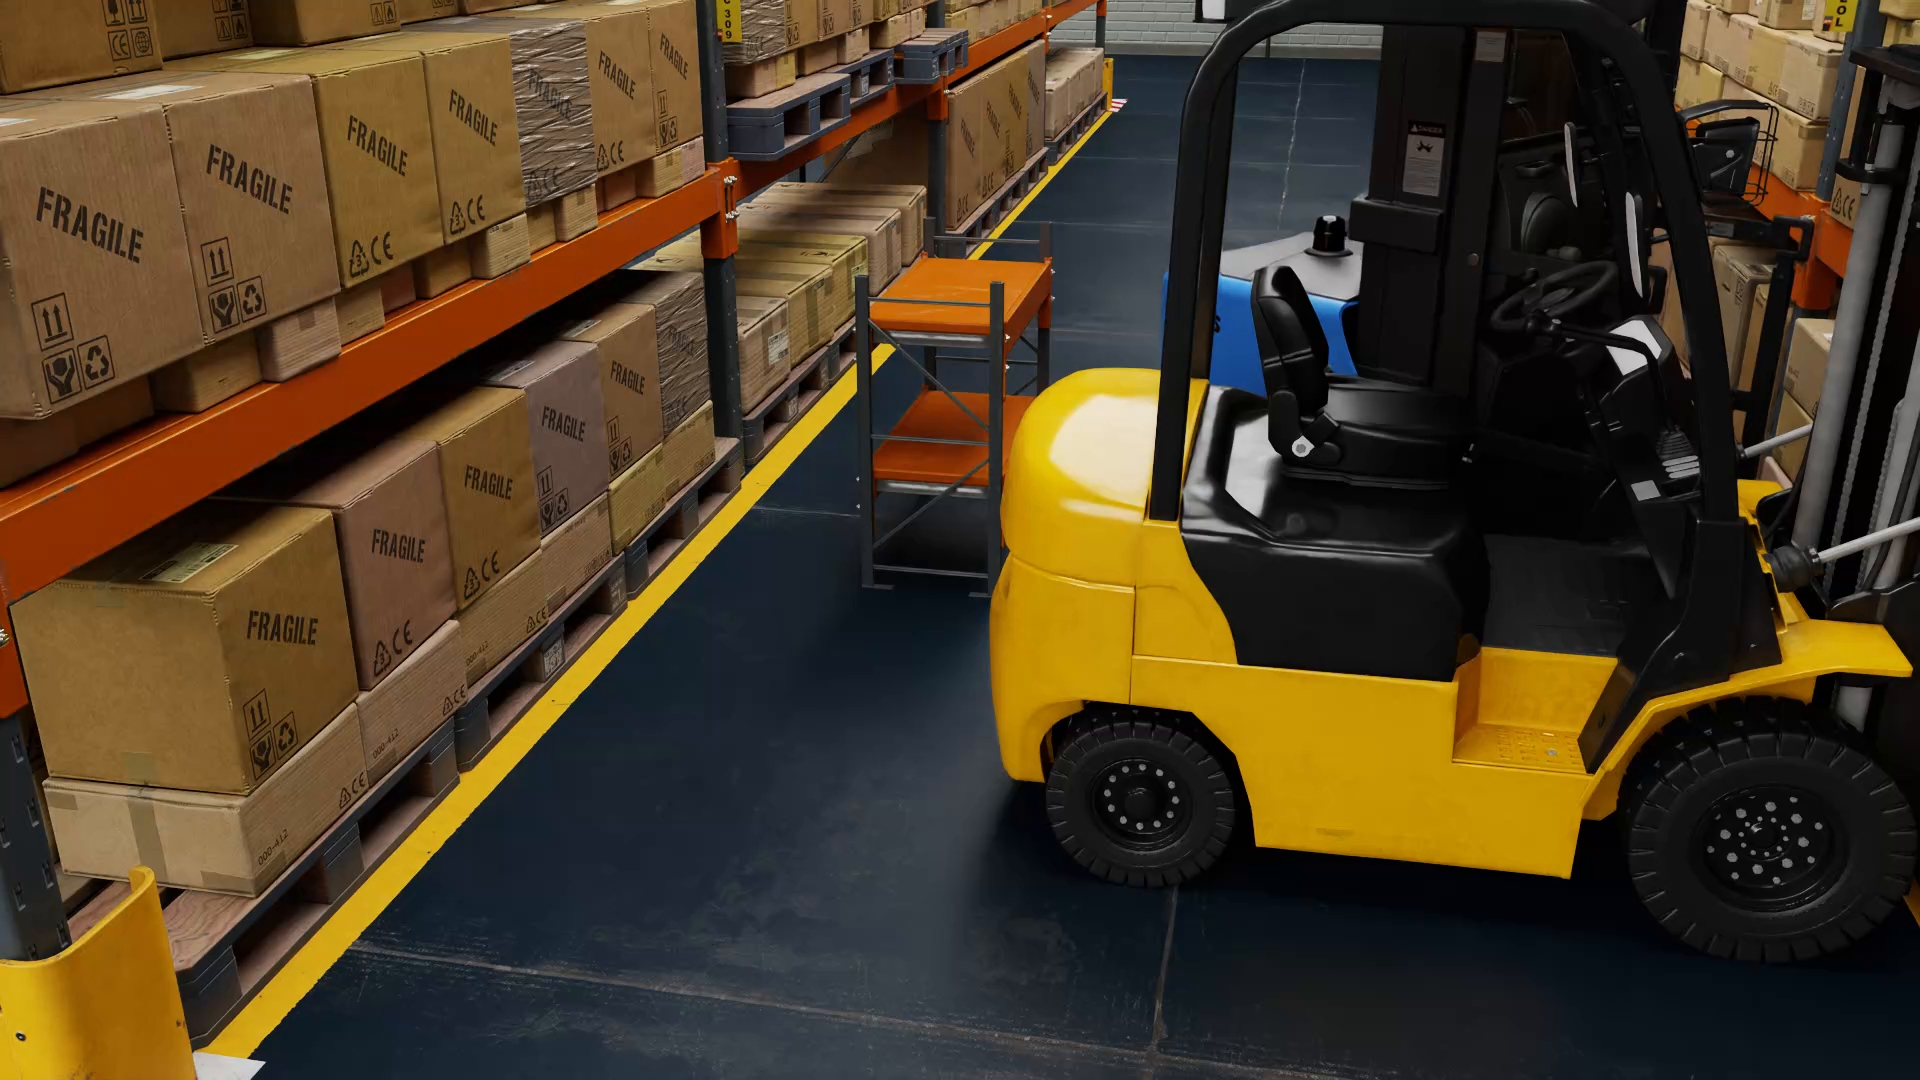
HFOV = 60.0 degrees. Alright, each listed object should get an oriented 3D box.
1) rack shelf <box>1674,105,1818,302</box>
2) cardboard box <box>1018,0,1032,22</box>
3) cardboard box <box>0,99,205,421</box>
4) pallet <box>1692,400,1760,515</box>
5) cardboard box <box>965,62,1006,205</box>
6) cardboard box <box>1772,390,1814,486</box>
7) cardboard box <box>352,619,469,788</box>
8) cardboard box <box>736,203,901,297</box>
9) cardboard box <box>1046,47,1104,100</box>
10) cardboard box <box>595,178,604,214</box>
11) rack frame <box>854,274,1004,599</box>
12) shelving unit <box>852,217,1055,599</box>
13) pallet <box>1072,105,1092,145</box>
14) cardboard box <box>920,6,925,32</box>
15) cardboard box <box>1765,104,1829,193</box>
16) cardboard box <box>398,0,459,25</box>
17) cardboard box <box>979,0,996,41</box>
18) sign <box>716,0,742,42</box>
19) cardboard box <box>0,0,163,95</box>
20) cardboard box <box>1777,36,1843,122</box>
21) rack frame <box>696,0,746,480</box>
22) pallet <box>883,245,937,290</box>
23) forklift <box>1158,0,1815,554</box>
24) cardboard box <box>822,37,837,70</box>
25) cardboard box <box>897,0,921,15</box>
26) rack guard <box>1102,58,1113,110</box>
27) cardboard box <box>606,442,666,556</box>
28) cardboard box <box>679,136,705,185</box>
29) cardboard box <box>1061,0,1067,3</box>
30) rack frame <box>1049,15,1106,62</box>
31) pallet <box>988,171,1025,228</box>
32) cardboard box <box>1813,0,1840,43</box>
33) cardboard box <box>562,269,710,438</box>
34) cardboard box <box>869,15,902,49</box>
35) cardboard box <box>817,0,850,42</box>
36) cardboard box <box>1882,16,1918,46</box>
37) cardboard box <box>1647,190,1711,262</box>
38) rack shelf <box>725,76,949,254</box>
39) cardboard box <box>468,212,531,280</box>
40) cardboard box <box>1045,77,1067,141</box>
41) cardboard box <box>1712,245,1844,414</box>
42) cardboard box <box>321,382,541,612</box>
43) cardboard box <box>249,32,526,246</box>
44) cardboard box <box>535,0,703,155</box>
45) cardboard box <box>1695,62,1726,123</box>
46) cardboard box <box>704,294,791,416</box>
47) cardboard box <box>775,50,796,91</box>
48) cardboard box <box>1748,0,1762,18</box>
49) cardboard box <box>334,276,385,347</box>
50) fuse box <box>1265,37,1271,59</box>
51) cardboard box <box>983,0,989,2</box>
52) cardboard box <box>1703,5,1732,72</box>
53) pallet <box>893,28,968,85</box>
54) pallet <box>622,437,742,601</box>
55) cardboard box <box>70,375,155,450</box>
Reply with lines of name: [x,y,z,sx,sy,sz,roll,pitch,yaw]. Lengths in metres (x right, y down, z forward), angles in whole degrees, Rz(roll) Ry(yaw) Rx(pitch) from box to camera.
rack shelf: [3.859,-1.701,7.524,1.077,0.370,4.000,4,22,11]
cardboard box: [0.274,-4.167,12.885,0.500,0.250,0.500,4,22,10]
cardboard box: [-1.857,-0.553,3.180,0.500,0.500,0.500,4,22,10]
pallet: [3.563,-0.282,6.771,1.003,0.211,1.213,4,22,11]
cardboard box: [-0.184,-2.924,11.881,0.875,0.875,0.875,5,22,12]
cardboard box: [3.050,-0.301,5.534,0.500,0.250,0.500,4,22,11]
cardboard box: [-1.678,0.404,4.455,0.500,0.250,0.500,5,23,13]
cardboard box: [-0.860,-1.642,9.371,0.950,0.372,0.625,4,22,10]
cardboard box: [1.003,-4.826,17.188,0.875,0.438,0.875,4,22,9]
cardboard box: [-1.414,-1.151,5.533,0.380,0.149,0.250,4,22,10]
rack frame: [-0.102,-0.338,5.688,0.500,1.125,0.032,4,22,11]
shelving unit: [0.001,-0.524,6.150,0.538,1.125,1.048,4,22,11]
pallet: [0.702,-4.032,16.082,1.003,0.211,1.213,4,22,11]
cardboard box: [-0.413,-2.980,9.511,0.380,0.149,0.250,5,22,12]
cardboard box: [3.298,-1.437,6.108,0.500,0.250,0.500,5,22,12]
cardboard box: [-1.966,-1.817,4.979,0.700,0.500,0.500,4,22,10]
cardboard box: [-0.046,-3.614,11.511,0.500,0.250,0.500,5,23,13]
sign: [-0.876,-2.043,6.252,0.100,0.325,0.005,4,22,11]
cardboard box: [-2.224,-1.253,3.579,0.700,0.500,0.500,5,22,11]
cardboard box: [3.301,-1.664,6.002,0.500,0.250,0.500,4,22,10]
rack frame: [-1.409,-1.680,6.509,1.000,3.000,0.127,4,22,11]
pallet: [-0.754,-1.564,9.953,1.003,0.211,1.213,4,22,11]
forklift: [2.075,-1.055,5.049,1.130,2.935,3.031,-19,29,-39]
cardboard box: [-0.799,-2.317,7.867,0.380,0.149,0.250,5,22,11]
cardboard box: [-0.508,-3.145,9.052,0.500,0.500,0.500,4,22,10]
rack guard: [1.045,-4.918,17.895,1.175,0.500,0.348,4,22,11]
cardboard box: [-1.365,-0.167,5.871,0.500,0.250,0.500,4,22,9]
cardboard box: [-1.176,-1.423,6.207,0.380,0.149,0.250,4,22,10]
cardboard box: [0.682,-4.987,14.588,0.500,0.500,0.500,5,22,11]
rack frame: [1.040,-6.068,17.406,1.000,3.000,0.127,4,22,11]
pallet: [-0.107,-2.577,12.469,1.003,0.211,1.213,4,22,11]
cardboard box: [3.338,-1.888,6.023,0.380,0.149,0.250,4,22,10]
cardboard box: [-1.267,-0.710,6.216,0.500,0.500,0.500,4,22,10]
cardboard box: [-0.522,-2.691,8.794,0.380,0.149,0.250,5,22,12]
cardboard box: [-0.817,-2.572,7.629,0.500,0.500,0.500,4,22,11]
cardboard box: [3.129,-1.554,5.194,0.380,0.149,0.250,4,22,10]
cardboard box: [4.127,-1.632,9.007,0.875,0.625,0.625,5,23,13]
rack shelf: [-1.001,-2.078,8.460,1.077,0.370,4.000,4,22,11]
cardboard box: [-1.479,-0.863,4.816,0.380,0.149,0.250,5,22,11]
cardboard box: [0.457,-3.833,14.724,0.875,0.438,0.875,4,22,10]
cardboard box: [3.712,-0.871,7.118,0.875,0.625,0.625,4,22,10]
cardboard box: [-1.573,-0.141,4.804,0.500,0.500,0.500,5,22,12]
cardboard box: [-1.556,-1.116,4.578,0.500,0.500,0.500,4,22,10]
cardboard box: [-1.256,-1.683,5.984,0.500,0.500,0.500,4,22,10]
cardboard box: [3.624,-1.990,7.481,0.500,0.250,0.500,5,23,13]
cardboard box: [-1.304,-0.848,7.399,0.950,0.372,0.625,5,22,12]
cardboard box: [-0.927,-2.027,7.145,0.380,0.149,0.250,5,22,12]
cardboard box: [3.535,-2.262,6.952,0.380,0.149,0.250,5,22,11]
cardboard box: [-1.665,-0.580,4.114,0.380,0.149,0.250,5,22,12]
fuse box: [4.194,-7.321,22.242,0.539,1.711,0.414,4,22,11]
cardboard box: [-0.027,-3.842,11.409,0.500,0.250,0.500,4,22,11]
cardboard box: [3.630,-2.223,7.388,0.500,0.250,0.500,5,22,12]
pallet: [-0.634,-2.785,9.510,1.213,0.211,1.003,4,22,11]
pallet: [-1.511,-0.138,6.414,1.003,0.211,1.213,4,22,11]
cardboard box: [-1.916,-0.302,3.425,0.380,0.149,0.250,5,22,12]
